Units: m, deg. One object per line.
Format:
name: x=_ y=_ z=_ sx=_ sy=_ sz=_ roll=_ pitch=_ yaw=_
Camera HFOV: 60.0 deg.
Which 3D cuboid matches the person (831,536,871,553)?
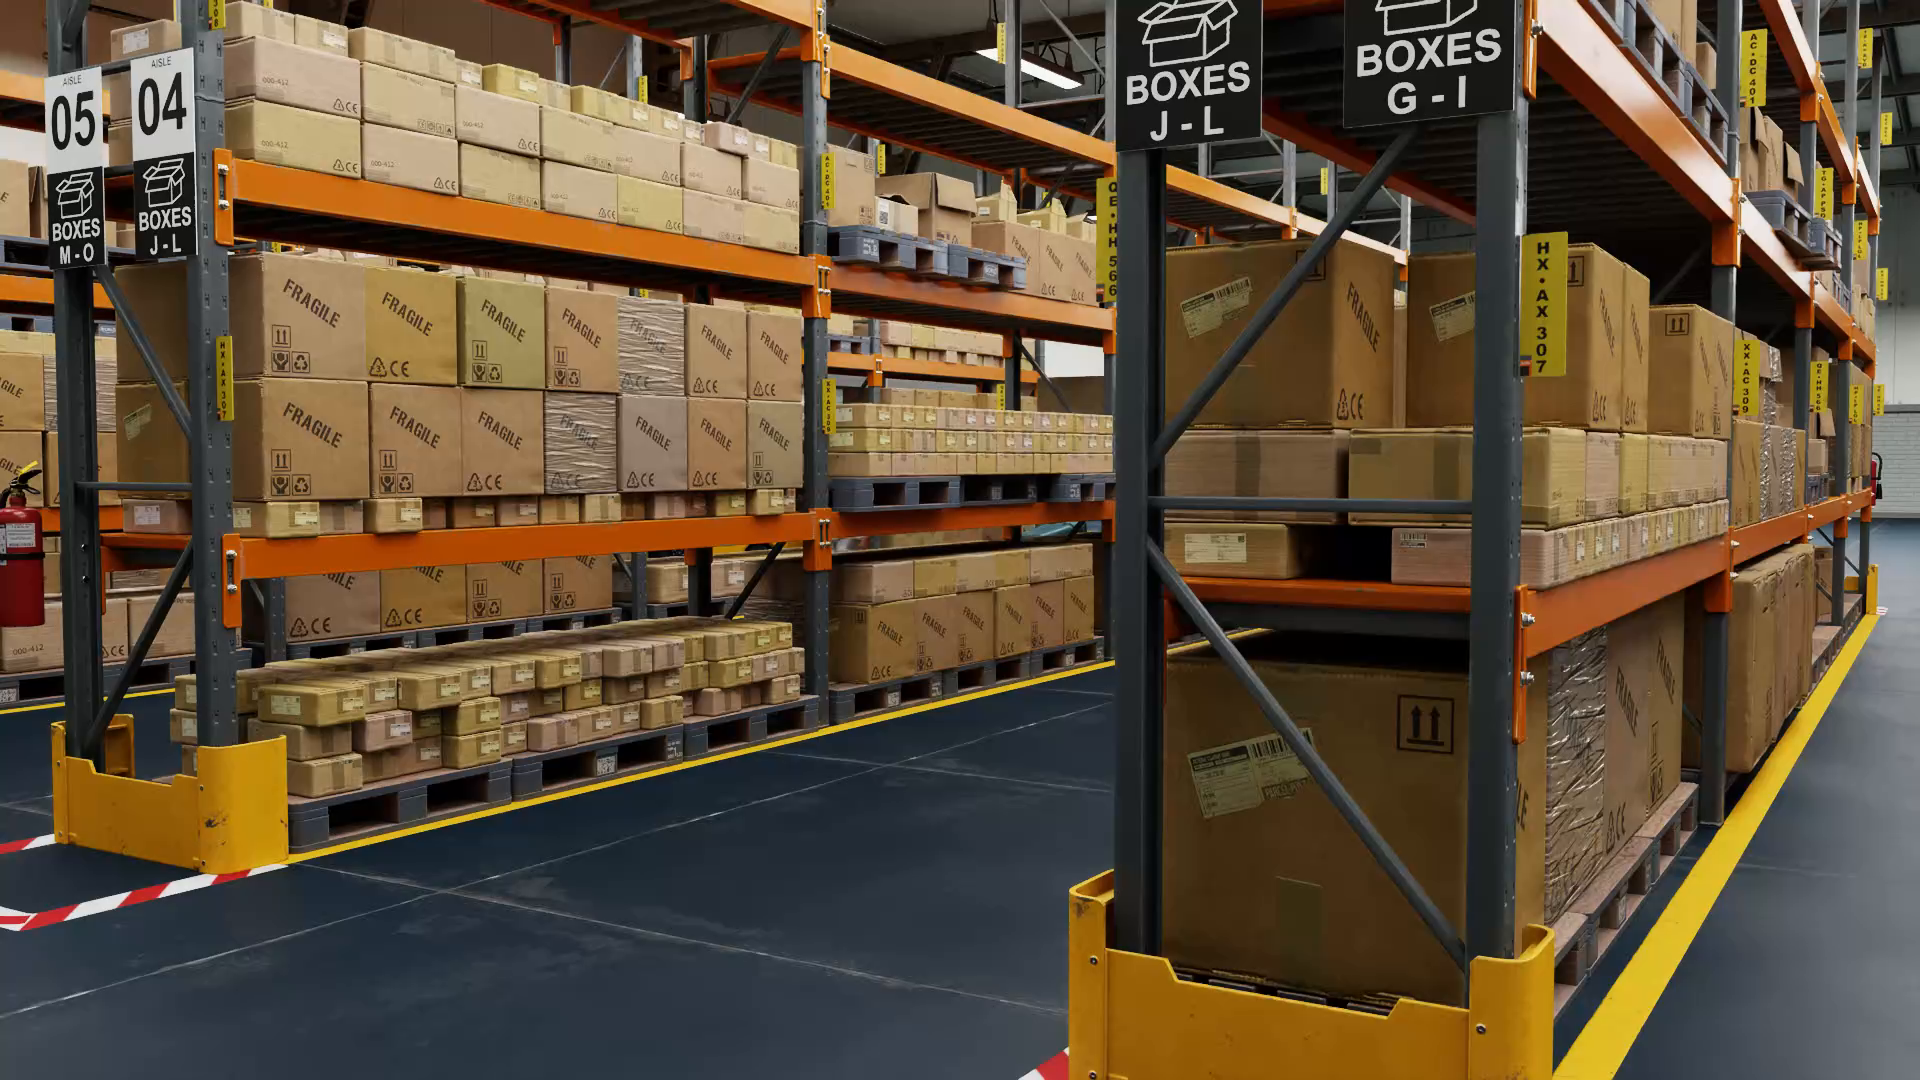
person: x=-1.047 y=-0.006 z=14.692 sx=0.616 sy=1.759 sz=0.492 roll=2 pitch=4 yaw=39
